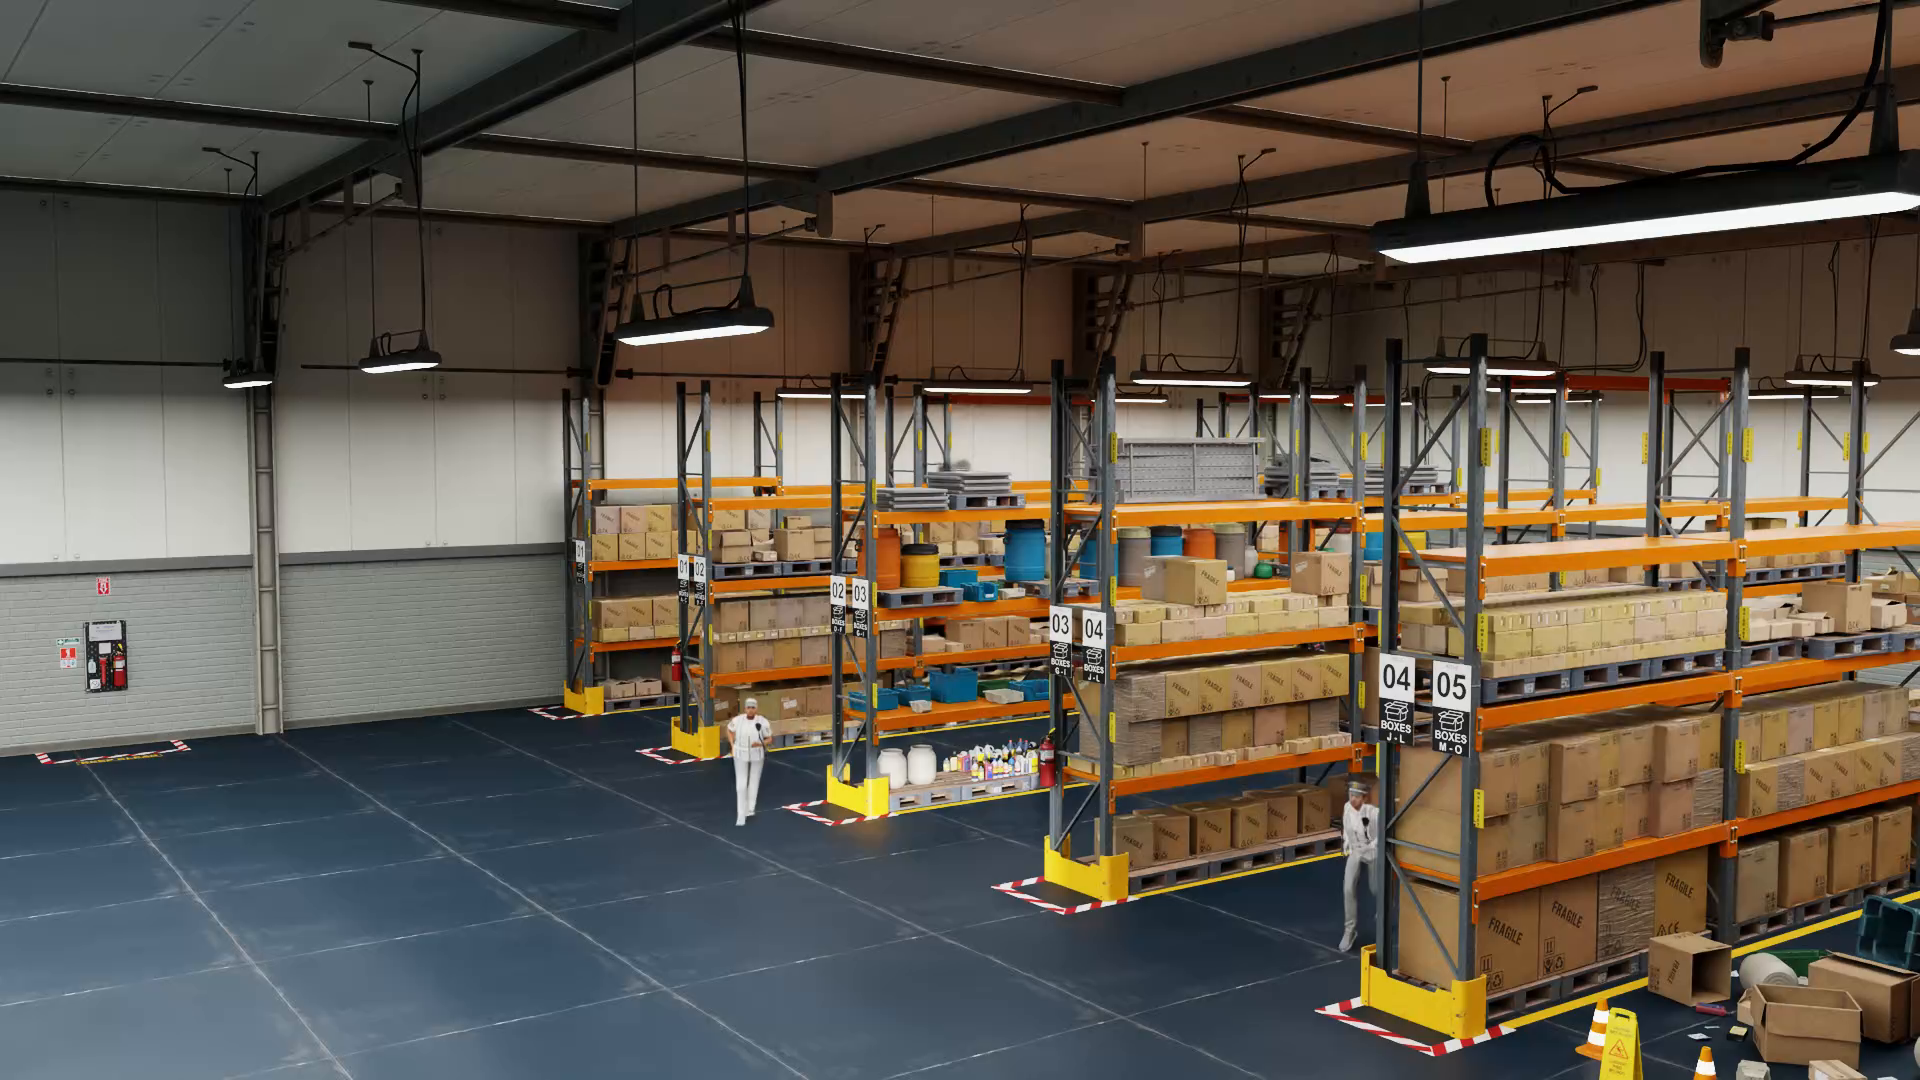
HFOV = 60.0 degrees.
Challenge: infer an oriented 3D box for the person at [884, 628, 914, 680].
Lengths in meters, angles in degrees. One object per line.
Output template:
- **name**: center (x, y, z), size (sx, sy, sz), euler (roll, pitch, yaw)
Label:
- **person**: center (-1.200, 2.002, 31.179), size (0.883, 1.790, 0.692), euler (-2, 4, -33)

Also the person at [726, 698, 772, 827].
- **person**: center (-2.790, 2.941, 22.050), size (0.589, 1.727, 0.678), euler (-1, 4, -11)

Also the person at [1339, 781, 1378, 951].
- **person**: center (4.153, 3.254, 16.965), size (0.608, 1.681, 1.066), euler (3, 5, 37)
